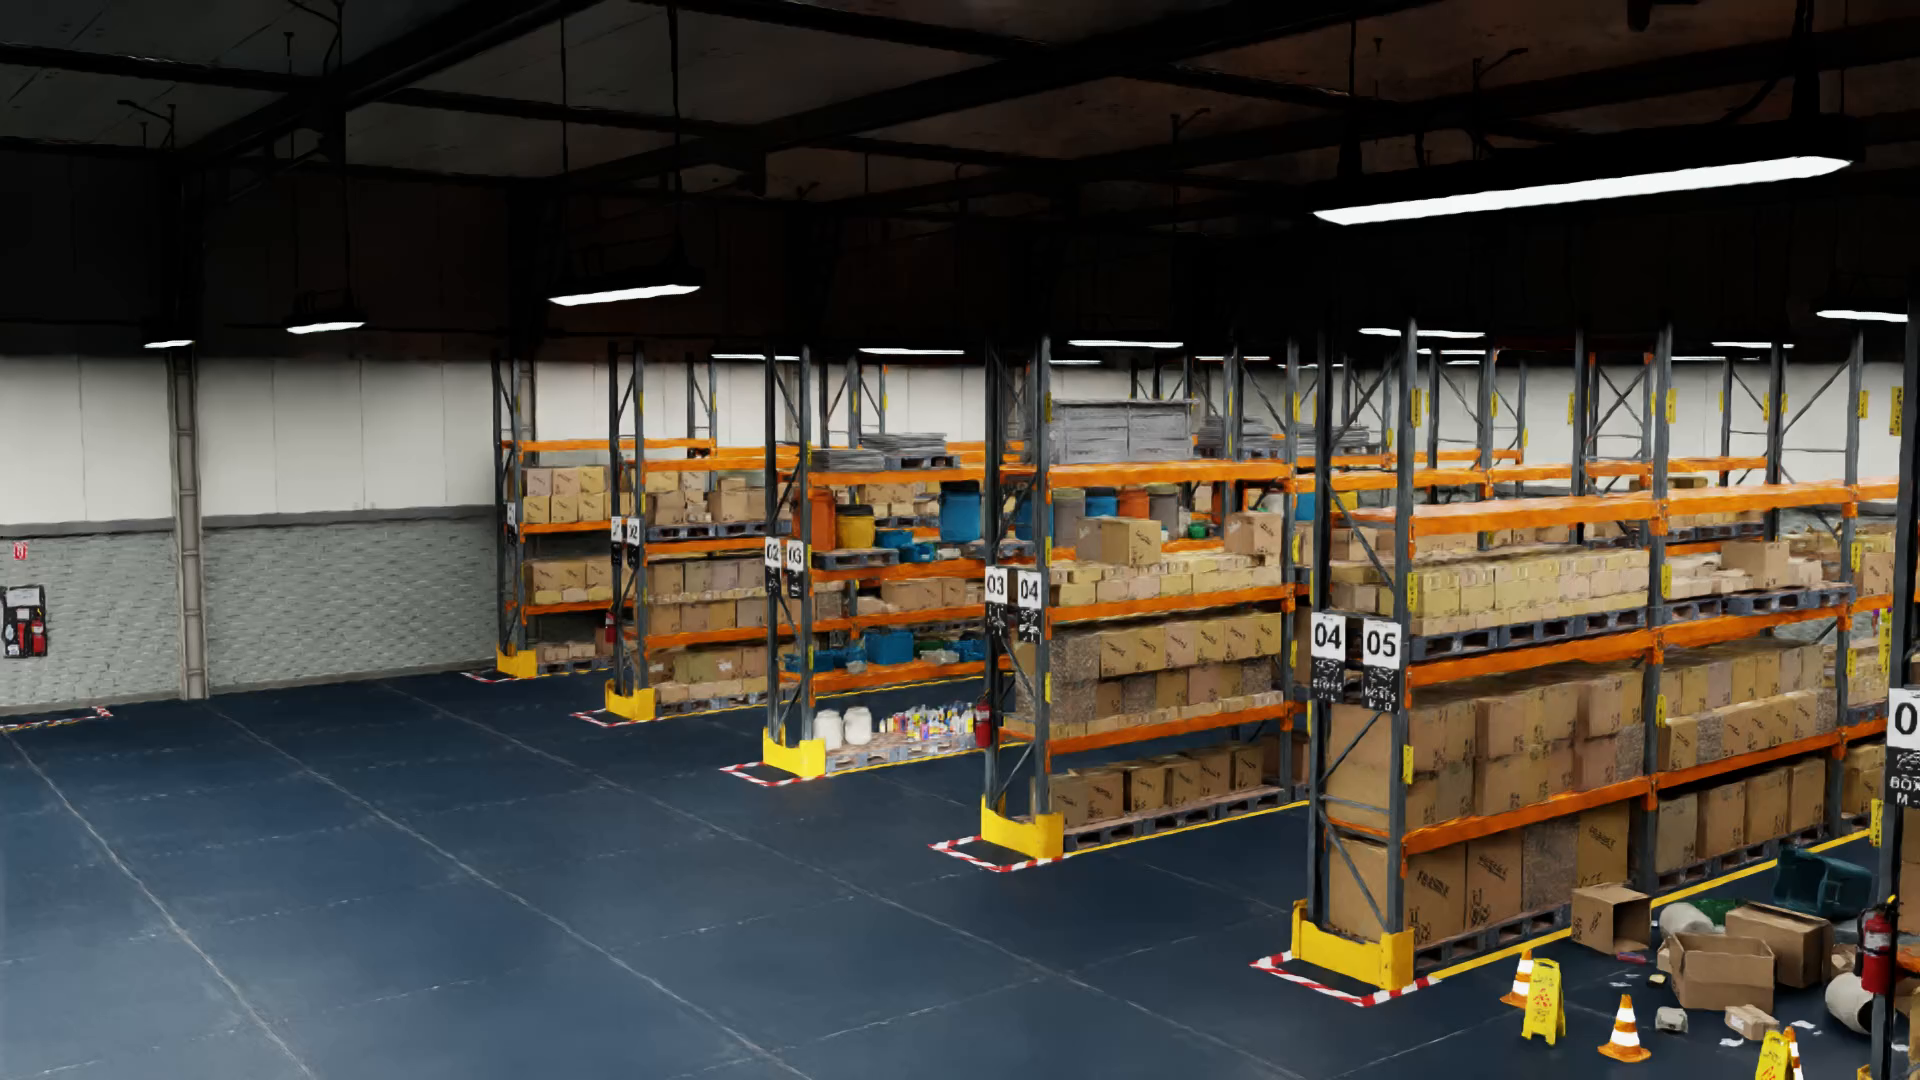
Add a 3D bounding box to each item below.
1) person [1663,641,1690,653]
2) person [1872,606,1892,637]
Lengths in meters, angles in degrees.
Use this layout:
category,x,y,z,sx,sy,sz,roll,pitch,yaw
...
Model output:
category,x,y,z,sx,sy,sz,roll,pitch,yaw
person,10.300,2.148,24.060,0.677,1.775,0.636,0,5,-6
person,16.900,1.650,30.231,0.571,1.708,1.035,5,7,44
